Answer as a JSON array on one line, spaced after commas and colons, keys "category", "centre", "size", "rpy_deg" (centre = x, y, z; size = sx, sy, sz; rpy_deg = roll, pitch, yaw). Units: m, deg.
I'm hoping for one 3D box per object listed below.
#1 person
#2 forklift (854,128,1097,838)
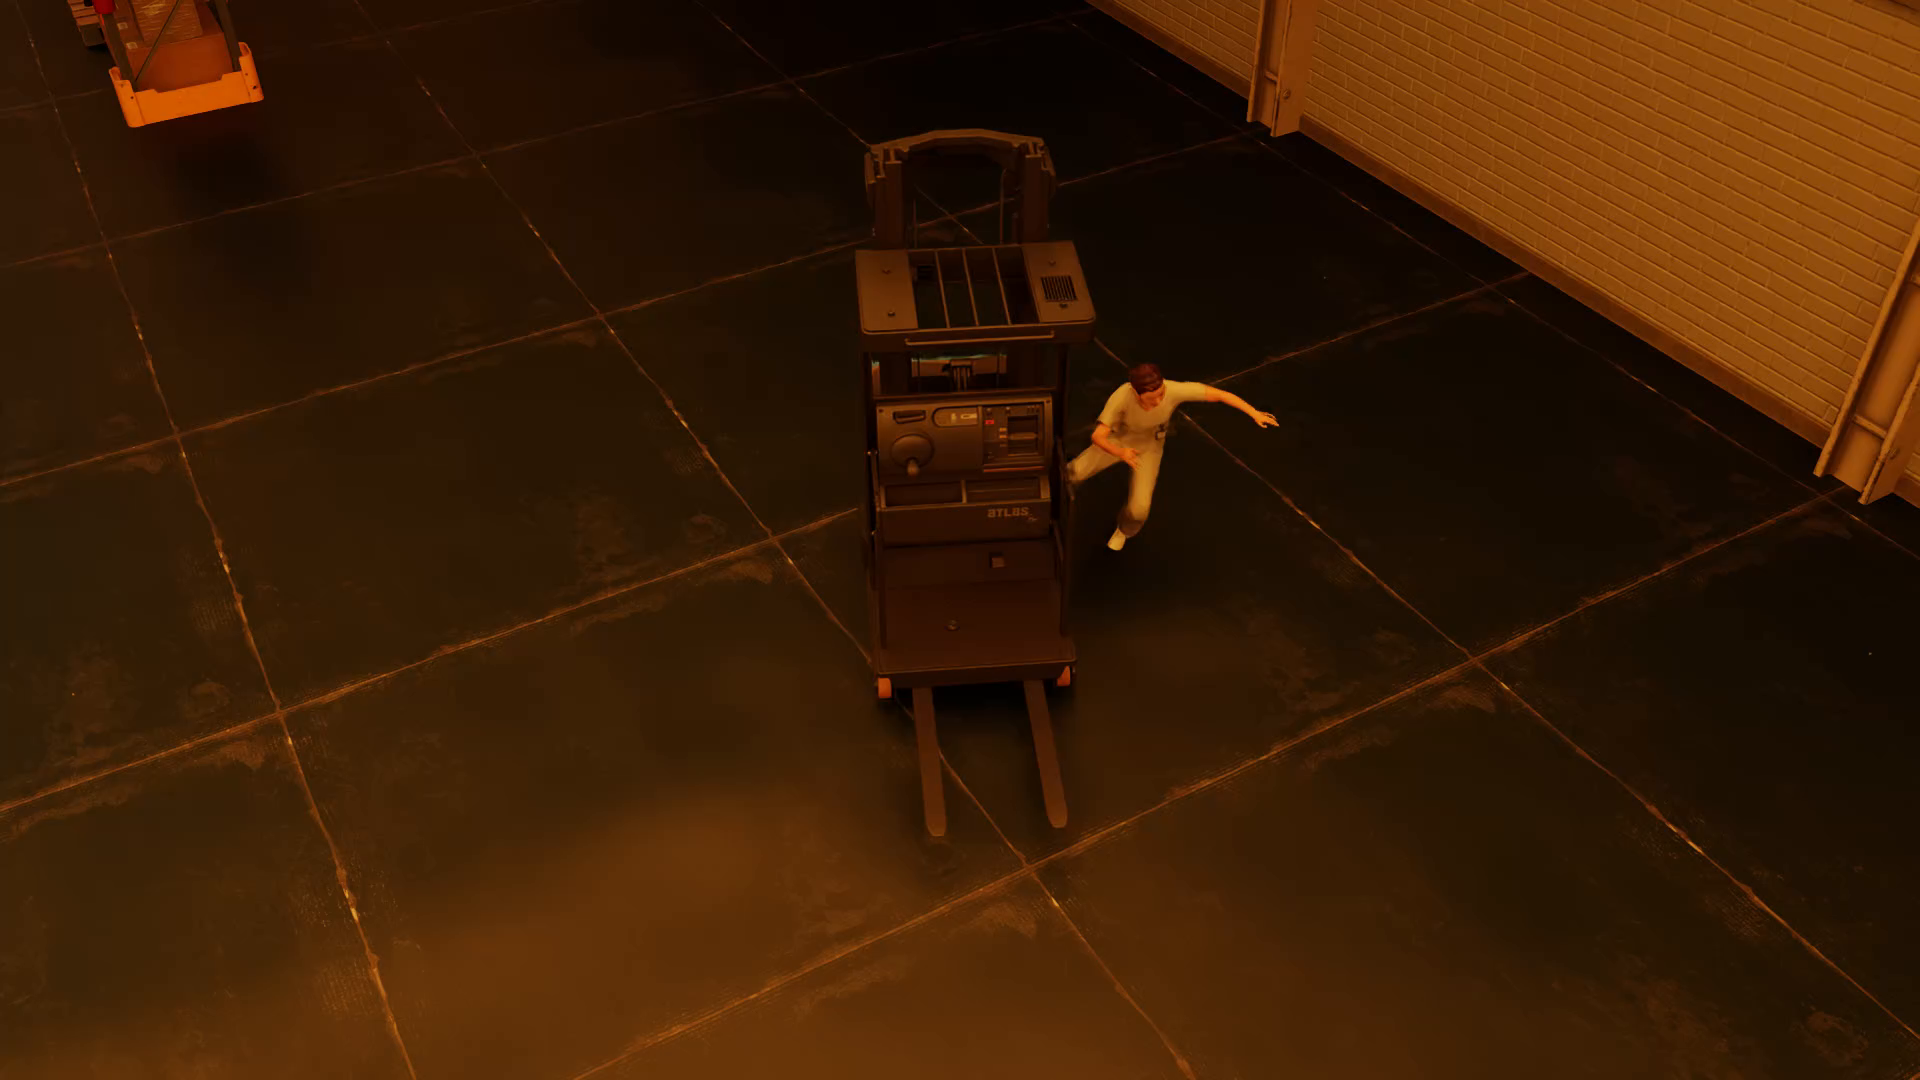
[{"category": "person", "centre": [1.064, -0.466, 9.753], "size": [1.499, 1.328, 0.732], "rpy_deg": [0, 40, 0]}, {"category": "forklift", "centre": [0.050, -0.472, 8.605], "size": [1.130, 2.935, 3.031], "rpy_deg": [-4, 40, -4]}]
